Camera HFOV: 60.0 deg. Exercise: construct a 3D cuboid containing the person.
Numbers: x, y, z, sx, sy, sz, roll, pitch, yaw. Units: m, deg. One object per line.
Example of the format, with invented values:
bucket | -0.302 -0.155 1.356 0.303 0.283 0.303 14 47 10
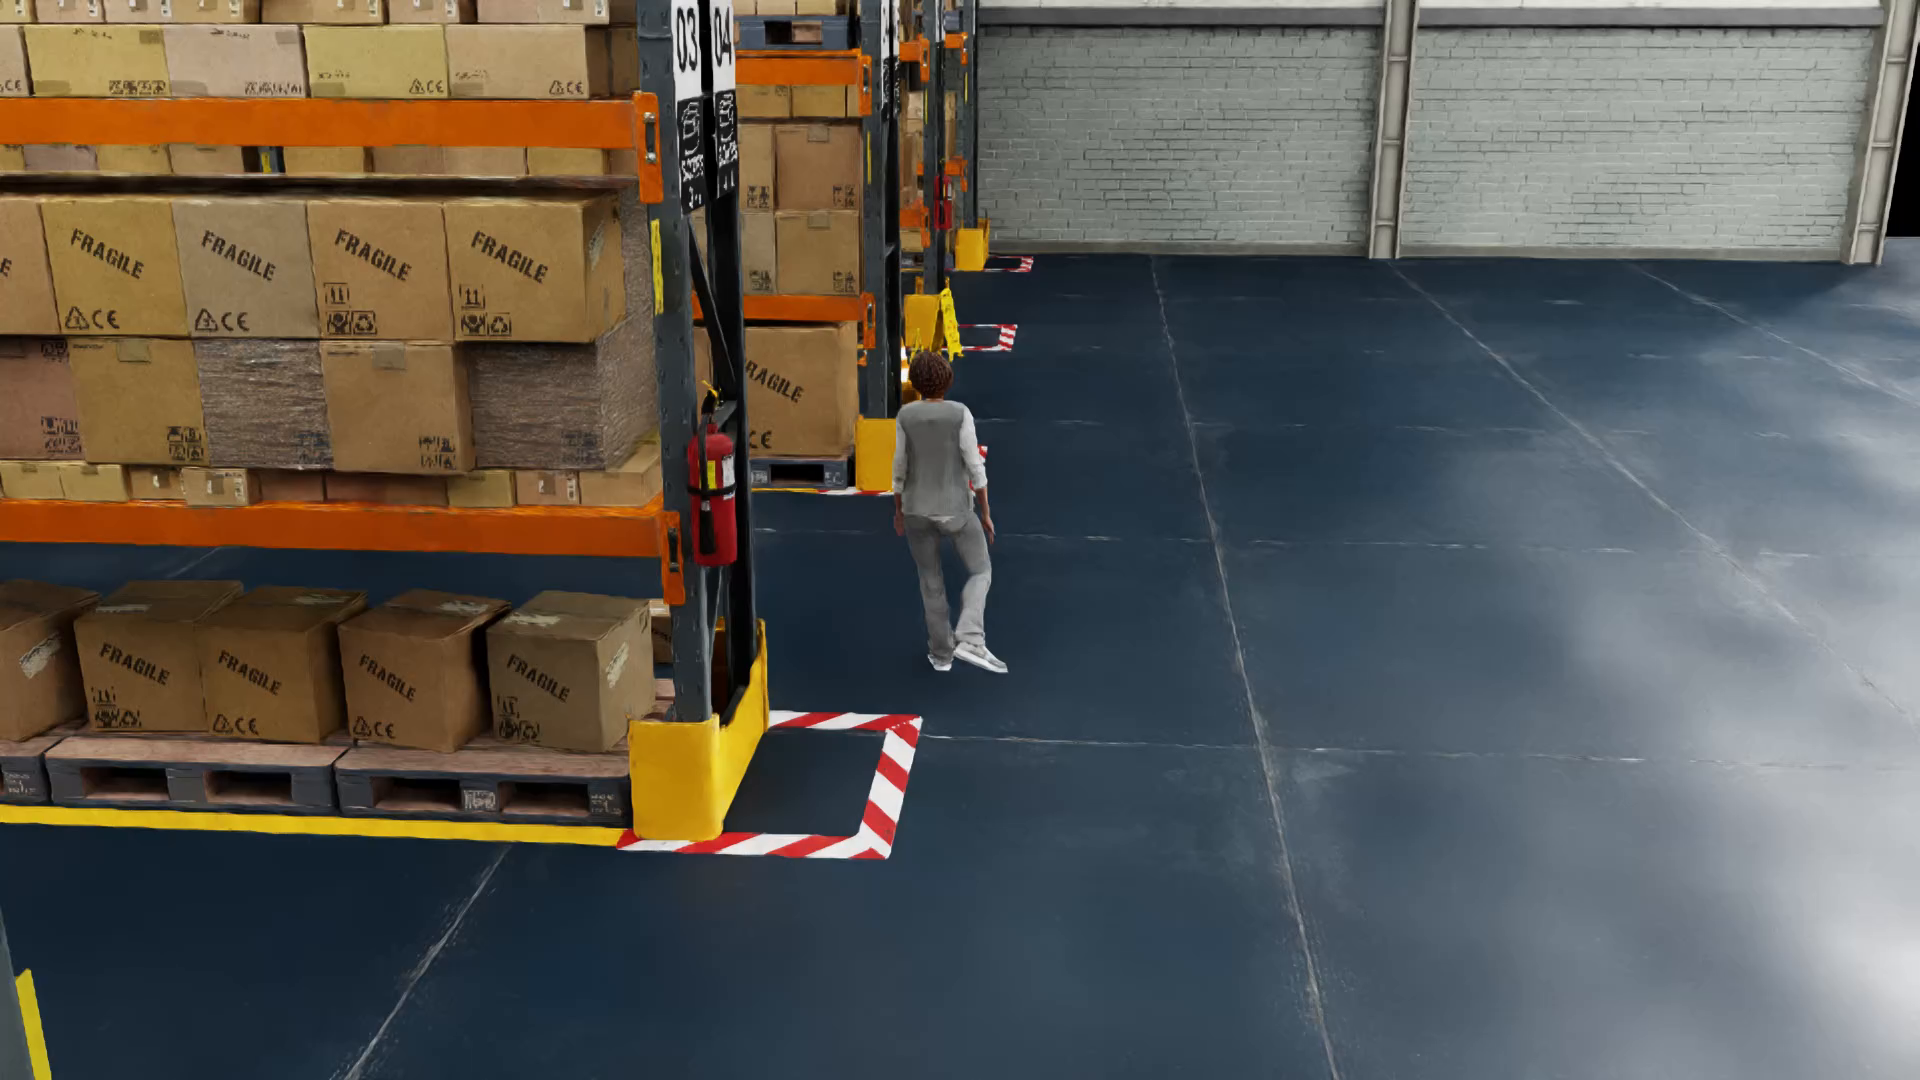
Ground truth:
person | -0.043 -0.088 7.854 0.610 1.591 0.559 3 18 10
